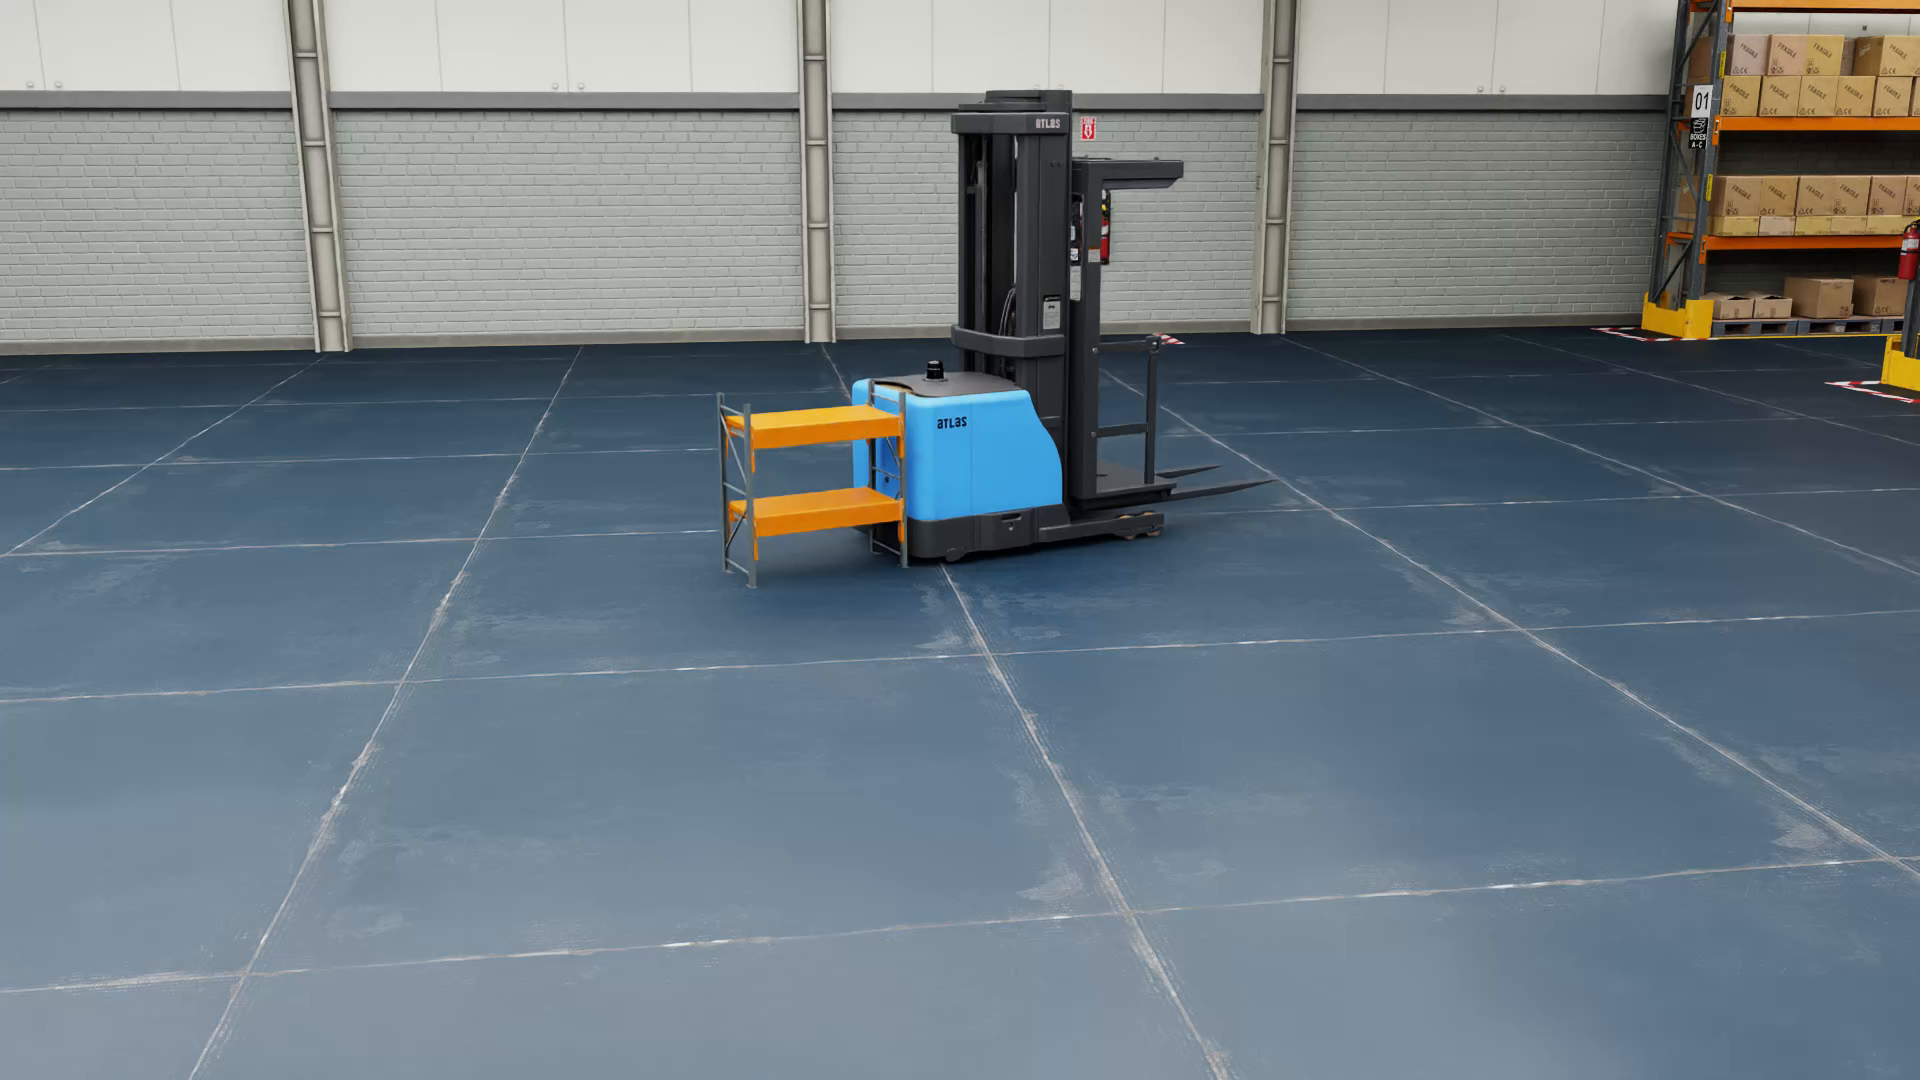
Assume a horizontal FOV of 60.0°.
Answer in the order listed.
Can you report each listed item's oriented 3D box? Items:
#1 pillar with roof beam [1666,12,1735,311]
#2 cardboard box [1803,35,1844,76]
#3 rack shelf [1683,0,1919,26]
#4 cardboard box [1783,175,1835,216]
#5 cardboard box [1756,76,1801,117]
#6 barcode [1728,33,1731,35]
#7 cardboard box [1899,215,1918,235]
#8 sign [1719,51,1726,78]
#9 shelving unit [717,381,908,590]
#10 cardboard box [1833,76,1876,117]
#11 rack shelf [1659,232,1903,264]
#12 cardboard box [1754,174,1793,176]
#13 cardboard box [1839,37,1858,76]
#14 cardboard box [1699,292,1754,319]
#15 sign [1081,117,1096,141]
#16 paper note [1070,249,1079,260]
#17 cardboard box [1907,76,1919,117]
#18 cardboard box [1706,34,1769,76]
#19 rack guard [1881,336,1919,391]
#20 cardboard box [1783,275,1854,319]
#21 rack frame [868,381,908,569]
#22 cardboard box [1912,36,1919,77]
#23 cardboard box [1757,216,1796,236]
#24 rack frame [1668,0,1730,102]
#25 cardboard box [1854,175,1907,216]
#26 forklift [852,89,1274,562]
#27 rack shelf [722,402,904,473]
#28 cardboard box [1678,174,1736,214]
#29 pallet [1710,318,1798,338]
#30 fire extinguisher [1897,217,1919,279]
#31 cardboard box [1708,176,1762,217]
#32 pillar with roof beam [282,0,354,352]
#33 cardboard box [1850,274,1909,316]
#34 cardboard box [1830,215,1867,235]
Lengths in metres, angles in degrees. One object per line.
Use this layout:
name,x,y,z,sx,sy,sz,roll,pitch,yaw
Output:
pillar with roof beam,10.701,-6.330,17.961,0.400,9.000,9.100,-2,14,-8
cardboard box,10.922,-6.203,21.320,0.500,0.500,0.500,-2,14,-7
rack shelf,11.474,-6.854,21.536,4.000,0.370,1.077,-2,14,-8
cardboard box,11.016,-4.500,21.725,0.500,0.500,0.500,-3,14,-10
cardboard box,10.401,-5.698,21.362,0.500,0.500,0.500,-1,14,-5
barcode,10.124,-6.647,21.900,0.075,0.075,0.001,-2,14,-8
cardboard box,12.535,-4.197,22.060,0.500,0.250,0.500,-2,14,-8
sign,9.578,-5.970,20.898,0.005,0.325,0.100,-2,14,-8
shelving unit,-0.911,-0.360,10.344,1.048,1.125,0.538,-7,16,-27
cardboard box,11.440,-5.742,21.538,0.500,0.500,0.500,-1,14,-5
rack shelf,11.474,-3.945,22.266,4.000,0.370,1.077,-2,14,-8
cardboard box,10.941,-4.626,22.228,0.500,0.500,0.500,-2,14,-10
cardboard box,11.411,-6.350,21.906,0.500,0.500,0.500,-2,14,-8
cardboard box,10.194,-3.134,22.177,0.500,0.311,0.500,-4,15,-15
sign,1.655,-5.305,21.445,0.199,0.298,0.001,-2,14,-8
paper note,1.492,-3.740,21.780,0.142,0.148,0.016,-2,14,-8
cardboard box,12.488,-5.787,21.717,0.500,0.500,0.500,-3,14,-13
cardboard box,9.914,-6.175,21.211,0.500,0.500,0.500,-3,14,-12
rack guard,10.215,-1.817,17.439,0.348,0.500,1.175,-2,14,-8
cardboard box,11.491,-3.261,22.294,0.500,0.500,0.700,-3,14,-12
rack frame,-0.461,-0.418,10.575,0.032,1.125,0.500,-7,16,-27
cardboard box,12.454,-6.259,21.544,0.500,0.500,0.500,-1,14,-5
cardboard box,10.538,-4.122,21.760,0.500,0.250,0.500,-3,14,-10
rack frame,9.497,-7.132,21.160,0.127,3.000,1.000,-2,14,-8
cardboard box,12.038,-4.541,21.887,0.500,0.500,0.500,-3,14,-10
forklift,0.803,-1.524,11.273,3.031,2.935,1.130,-8,16,-29
rack shelf,-0.911,-0.644,10.272,1.000,0.278,0.538,-7,16,-27
cardboard box,9.931,-4.591,22.086,0.500,0.500,0.500,-2,14,-9
pallet,10.380,-2.893,22.323,1.213,0.211,1.003,-2,14,-8
fire extinguisher,10.052,-3.100,17.576,0.183,0.674,0.296,-2,14,-8
cardboard box,10.014,-4.467,21.595,0.500,0.500,0.500,-2,14,-8
pillar with roof beam,-7.098,-5.677,15.360,0.400,9.000,9.100,-2,14,-8
cardboard box,12.432,-3.320,22.530,0.500,0.500,0.500,-3,14,-13
cardboard box,11.543,-4.157,21.899,0.500,0.250,0.500,-2,14,-8
